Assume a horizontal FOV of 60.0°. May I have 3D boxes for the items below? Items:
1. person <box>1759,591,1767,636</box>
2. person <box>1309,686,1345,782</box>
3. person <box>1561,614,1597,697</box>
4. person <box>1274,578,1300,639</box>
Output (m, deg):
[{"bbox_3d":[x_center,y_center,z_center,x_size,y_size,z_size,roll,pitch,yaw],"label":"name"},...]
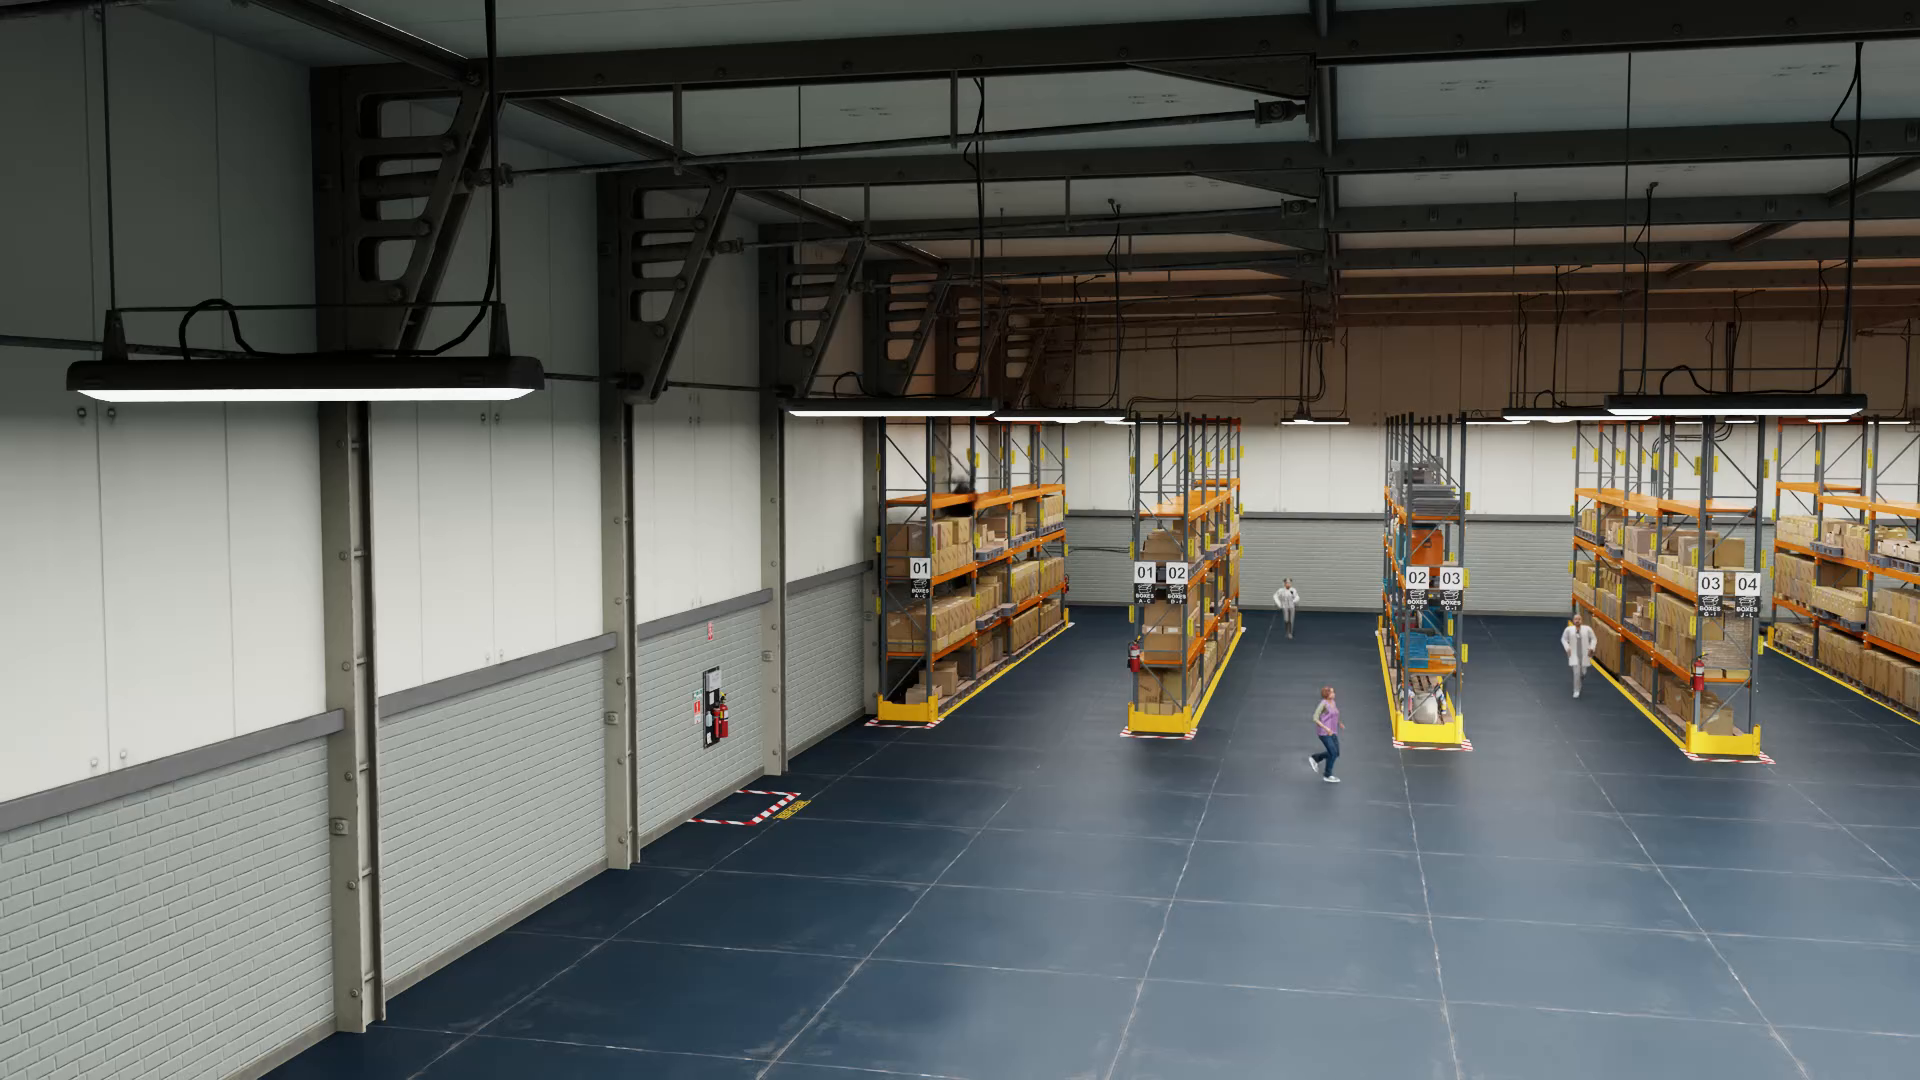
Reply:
[{"bbox_3d":[21.194,1.869,44.492,0.856,1.682,0.701,0,4,1],"label":"person"},{"bbox_3d":[5.895,3.126,26.879,0.602,1.556,0.529,3,5,40],"label":"person"},{"bbox_3d":[13.209,2.456,35.515,0.712,1.757,0.716,1,4,19],"label":"person"},{"bbox_3d":[8.851,1.846,44.985,0.661,1.660,0.701,0,4,3],"label":"person"}]
